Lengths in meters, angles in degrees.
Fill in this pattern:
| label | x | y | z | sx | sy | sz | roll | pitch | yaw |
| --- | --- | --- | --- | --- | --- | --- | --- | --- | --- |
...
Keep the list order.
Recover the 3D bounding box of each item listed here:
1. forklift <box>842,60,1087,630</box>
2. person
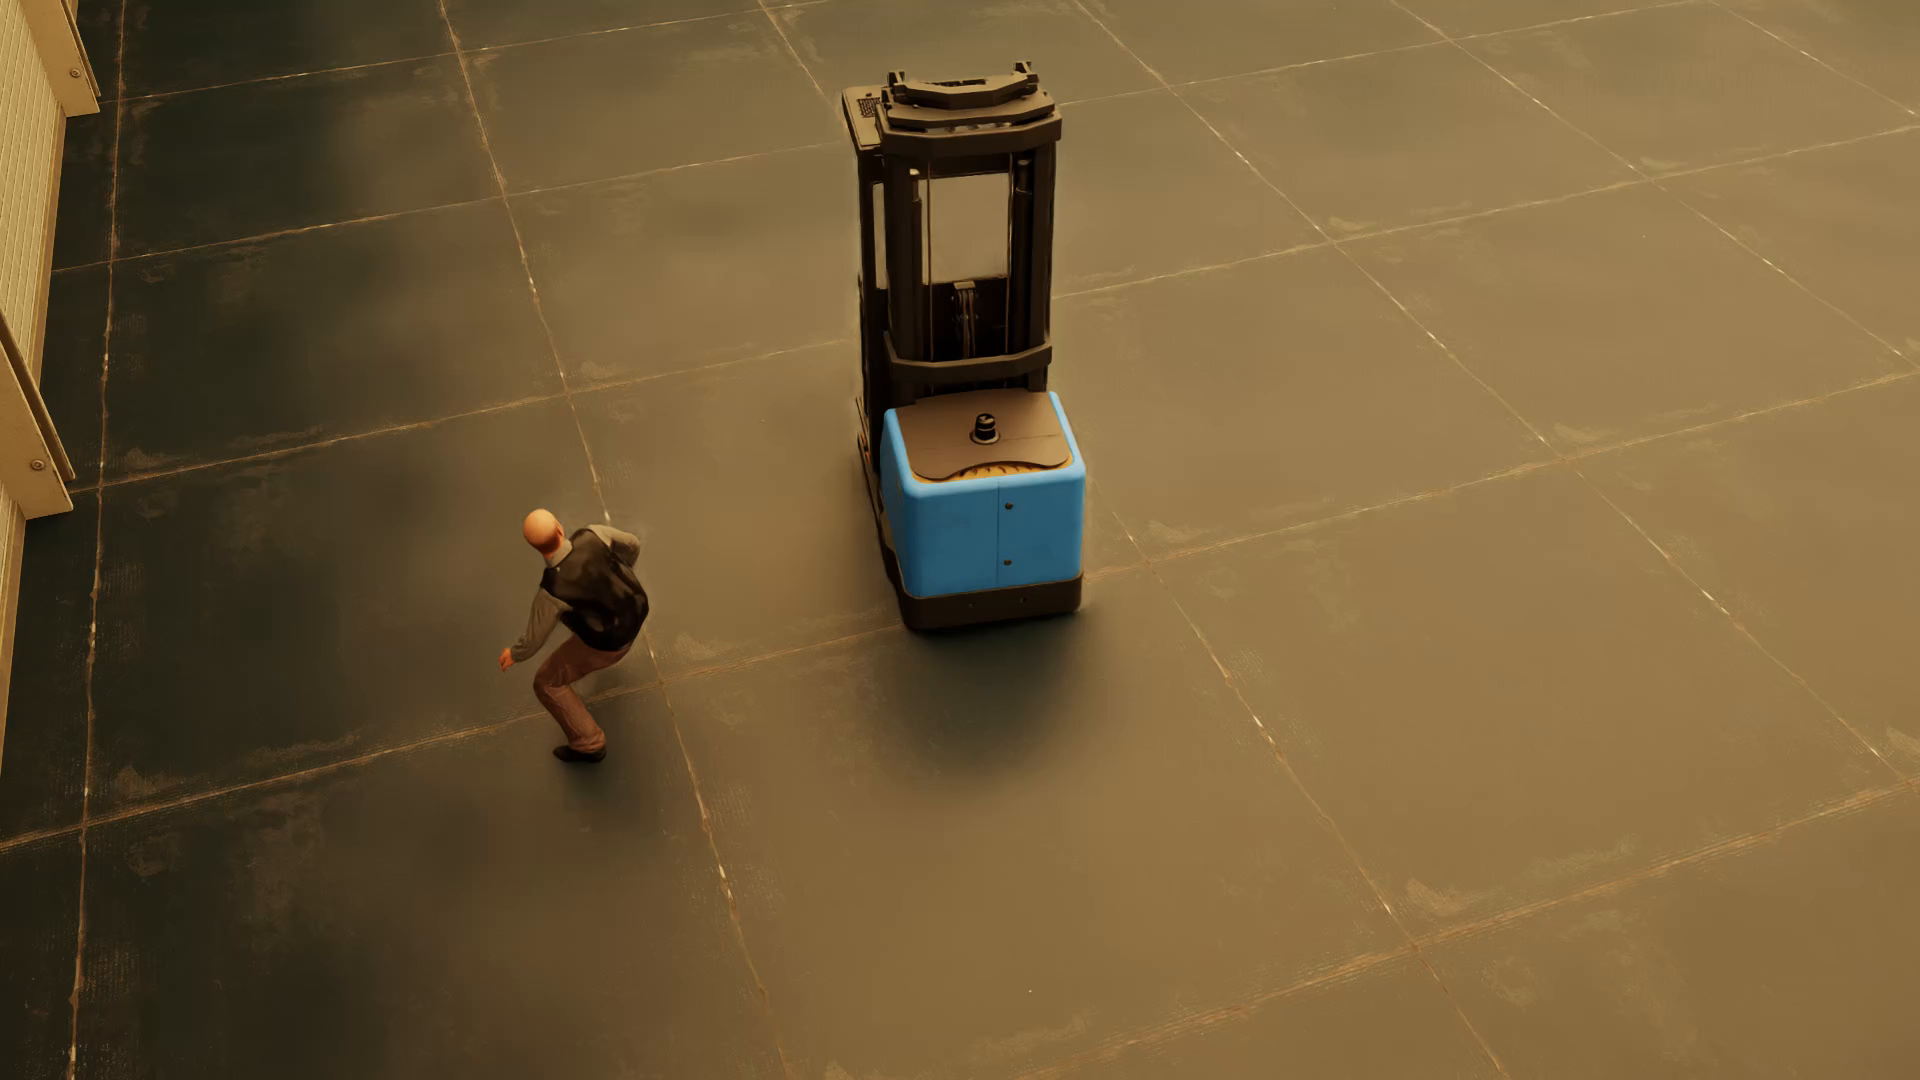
| label | x | y | z | sx | sy | sz | roll | pitch | yaw |
| --- | --- | --- | --- | --- | --- | --- | --- | --- | --- |
| forklift | -0.060 | -1.560 | 9.854 | 1.130 | 2.935 | 3.031 | -7 | 40 | -8 |
| person | -1.997 | 0.402 | 8.691 | 0.668 | 1.496 | 0.775 | 12 | 41 | 14 |
